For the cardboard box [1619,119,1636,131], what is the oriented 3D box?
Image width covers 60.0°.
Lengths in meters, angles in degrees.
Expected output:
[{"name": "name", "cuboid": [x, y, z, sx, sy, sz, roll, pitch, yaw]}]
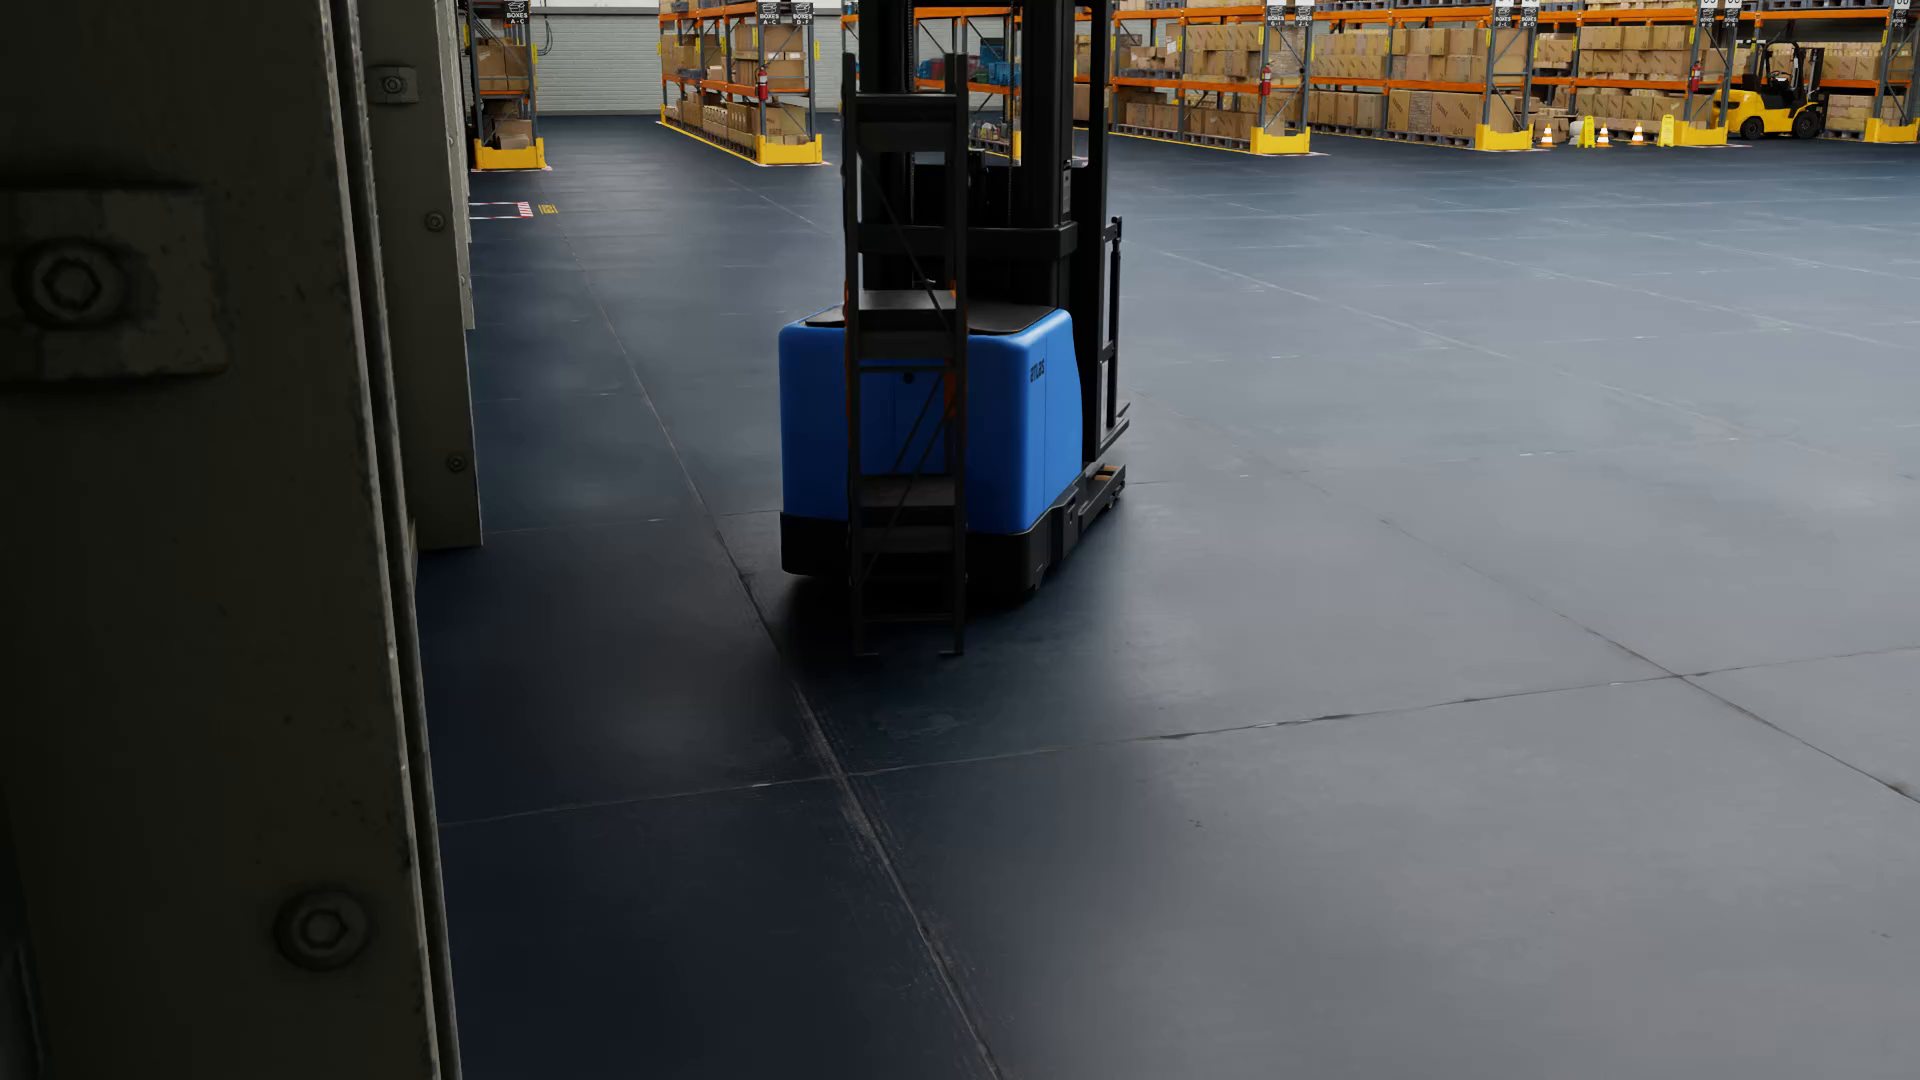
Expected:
[{"name": "cardboard box", "cuboid": [15.159, -9.302, 37.256, 0.500, 0.250, 0.500, -5, 18, -17]}]

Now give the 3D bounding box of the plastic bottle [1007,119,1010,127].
[{"name": "plastic bottle", "cuboid": [1.041, -8.593, 34.683, 0.144, 0.351, 0.185, -6, 18, -18]}]

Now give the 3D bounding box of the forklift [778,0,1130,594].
[{"name": "forklift", "cuboid": [0.181, -1.576, 7.605, 1.130, 2.935, 3.031, 5, 17, 16]}]

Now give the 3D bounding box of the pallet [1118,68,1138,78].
[{"name": "pallet", "cuboid": [4.495, -11.076, 39.446, 1.213, 0.211, 1.003, -5, 17, -15]}]

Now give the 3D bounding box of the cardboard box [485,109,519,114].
[{"name": "cardboard box", "cuboid": [-9.843, -9.001, 35.782, 0.700, 0.500, 0.500, -4, 17, -14]}]

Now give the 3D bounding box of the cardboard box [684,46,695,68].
[{"name": "cardboard box", "cuboid": [-6.263, -11.596, 39.940, 0.700, 0.500, 0.500, -2, 17, -6]}]

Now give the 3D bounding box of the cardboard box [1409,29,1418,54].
[{"name": "cardboard box", "cuboid": [10.424, -10.956, 36.574, 0.875, 0.550, 0.550, -5, 17, -15]}]

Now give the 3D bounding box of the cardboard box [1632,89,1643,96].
[{"name": "cardboard box", "cuboid": [15.151, -9.922, 36.887, 0.380, 0.149, 0.250, -4, 17, -13]}]

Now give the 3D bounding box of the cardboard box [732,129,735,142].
[{"name": "cardboard box", "cuboid": [-4.261, -8.062, 33.126, 0.500, 0.250, 0.500, -5, 17, -15]}]

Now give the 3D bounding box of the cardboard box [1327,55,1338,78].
[{"name": "cardboard box", "cuboid": [9.138, -11.344, 39.828, 0.500, 0.500, 0.500, -5, 17, -15]}]

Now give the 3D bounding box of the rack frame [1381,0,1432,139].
[{"name": "rack frame", "cuboid": [10.093, -10.615, 37.576, 1.000, 3.000, 0.127, -5, 17, -15]}]

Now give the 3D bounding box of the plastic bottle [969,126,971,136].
[{"name": "plastic bottle", "cuboid": [0.228, -8.579, 34.896, 0.097, 0.201, 0.097, 0, 17, 0]}]

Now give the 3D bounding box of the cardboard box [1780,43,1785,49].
[{"name": "cardboard box", "cuboid": [19.636, -11.682, 39.310, 0.380, 0.149, 0.250, -5, 17, -16]}]

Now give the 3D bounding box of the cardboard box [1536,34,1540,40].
[{"name": "cardboard box", "cuboid": [14.446, -12.412, 41.012, 0.380, 0.149, 0.250, -6, 18, -18]}]

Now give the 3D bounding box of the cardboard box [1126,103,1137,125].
[{"name": "cardboard box", "cuboid": [4.400, -10.187, 39.731, 0.700, 0.500, 0.500, -6, 18, -18]}]

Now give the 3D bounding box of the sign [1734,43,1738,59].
[{"name": "sign", "cuboid": [16.446, -10.385, 35.306, 0.100, 0.325, 0.005, -5, 17, -15]}]

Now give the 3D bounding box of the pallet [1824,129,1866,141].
[{"name": "pallet", "cuboid": [20.445, -9.194, 37.692, 1.003, 0.211, 1.213, -5, 17, -15]}]

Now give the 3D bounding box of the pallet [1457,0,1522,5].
[{"name": "pallet", "cuboid": [10.978, -11.107, 34.154, 1.003, 0.211, 1.213, -5, 17, -15]}]

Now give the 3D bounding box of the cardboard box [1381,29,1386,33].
[{"name": "cardboard box", "cuboid": [12.122, -14.364, 47.018, 0.380, 0.149, 0.250, -5, 17, -16]}]

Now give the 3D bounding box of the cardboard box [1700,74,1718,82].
[{"name": "cardboard box", "cuboid": [16.030, -9.918, 35.691, 0.380, 0.149, 0.250, -5, 17, -15]}]

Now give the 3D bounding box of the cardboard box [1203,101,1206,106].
[{"name": "cardboard box", "cuboid": [7.111, -12.389, 47.190, 0.380, 0.149, 0.250, -4, 17, -12]}]

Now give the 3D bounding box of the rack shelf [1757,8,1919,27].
[{"name": "rack shelf", "cuboid": [20.146, -11.966, 38.112, 1.077, 0.370, 4.000, -5, 17, -15]}]

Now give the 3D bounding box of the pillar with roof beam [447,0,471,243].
[{"name": "pillar with roof beam", "cuboid": [-1.479, -7.989, 18.405, 9.100, 9.000, 0.400, -5, 17, -15]}]

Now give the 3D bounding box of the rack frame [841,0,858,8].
[{"name": "rack frame", "cuboid": [-2.764, -16.051, 45.247, 1.000, 3.000, 0.127, -5, 17, -15]}]

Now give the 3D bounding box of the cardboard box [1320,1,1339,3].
[{"name": "cardboard box", "cuboid": [9.093, -13.385, 41.409, 0.500, 0.500, 0.500, -5, 17, -15]}]

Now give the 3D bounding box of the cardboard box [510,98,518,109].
[{"name": "cardboard box", "cuboid": [-10.167, -9.568, 37.096, 0.750, 0.750, 0.750, -5, 17, -16]}]

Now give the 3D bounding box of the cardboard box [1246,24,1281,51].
[{"name": "cardboard box", "cuboid": [6.007, -9.946, 32.920, 0.500, 0.500, 0.500, -5, 17, -15]}]

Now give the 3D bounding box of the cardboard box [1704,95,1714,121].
[{"name": "cardboard box", "cuboid": [19.236, -10.850, 41.757, 0.875, 0.625, 0.625, -5, 17, -16]}]

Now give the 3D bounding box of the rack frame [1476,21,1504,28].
[{"name": "rack frame", "cuboid": [16.298, -14.747, 51.331, 1.000, 3.000, 0.127, -5, 17, -15]}]

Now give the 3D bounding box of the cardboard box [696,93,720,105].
[{"name": "cardboard box", "cuboid": [-5.831, -10.203, 38.481, 0.500, 0.250, 0.500, -4, 17, -13]}]

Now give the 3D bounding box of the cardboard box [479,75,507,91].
[{"name": "cardboard box", "cuboid": [-8.207, -8.021, 29.167, 0.500, 0.250, 0.500, -4, 17, -14]}]

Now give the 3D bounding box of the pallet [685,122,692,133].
[{"name": "pallet", "cuboid": [-6.168, -10.124, 40.788, 1.003, 0.211, 1.213, -5, 17, -15]}]

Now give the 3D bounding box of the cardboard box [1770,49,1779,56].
[{"name": "cardboard box", "cuboid": [19.504, -11.606, 39.573, 0.380, 0.149, 0.250, -4, 17, -14]}]

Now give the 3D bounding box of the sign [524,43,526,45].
[{"name": "sign", "cuboid": [-8.472, -9.535, 32.477, 0.100, 0.325, 0.005, -5, 17, -15]}]

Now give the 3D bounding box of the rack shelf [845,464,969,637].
[{"name": "rack shelf", "cuboid": [-0.205, 0.029, 6.183, 0.431, 0.518, 0.480, -1, 17, -5]}]

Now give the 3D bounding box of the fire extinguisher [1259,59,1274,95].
[{"name": "fire extinguisher", "cuboid": [5.984, -9.039, 32.464, 0.296, 0.674, 0.183, -5, 17, -15]}]

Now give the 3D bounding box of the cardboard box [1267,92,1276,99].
[{"name": "cardboard box", "cuboid": [8.280, -11.533, 42.945, 0.500, 0.250, 0.500, -4, 17, -14]}]

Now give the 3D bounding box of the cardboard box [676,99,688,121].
[{"name": "cardboard box", "cuboid": [-6.857, -10.830, 41.872, 0.500, 0.500, 0.500, -5, 17, -15]}]

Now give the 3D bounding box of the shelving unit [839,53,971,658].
[{"name": "shelving unit", "cuboid": [-0.202, -0.655, 5.979, 0.431, 2.100, 0.503, -1, 17, -5]}]

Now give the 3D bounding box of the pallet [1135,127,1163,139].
[{"name": "pallet", "cuboid": [4.742, -9.468, 38.606, 1.003, 0.211, 1.213, -5, 17, -15]}]

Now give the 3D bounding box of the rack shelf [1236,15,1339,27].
[{"name": "rack shelf", "cuboid": [8.444, -13.366, 42.773, 1.077, 0.370, 4.000, -5, 17, -15]}]

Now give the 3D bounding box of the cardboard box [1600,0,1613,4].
[{"name": "cardboard box", "cuboid": [14.833, -12.256, 37.569, 0.500, 0.250, 0.500, -5, 17, -16]}]

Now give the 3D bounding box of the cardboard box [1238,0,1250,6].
[{"name": "cardboard box", "cuboid": [5.879, -10.760, 33.106, 0.500, 0.250, 0.500, -5, 17, -15]}]

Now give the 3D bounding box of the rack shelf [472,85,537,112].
[{"name": "rack shelf", "cuboid": [-8.442, -8.178, 30.714, 1.077, 0.370, 4.000, -5, 17, -15]}]

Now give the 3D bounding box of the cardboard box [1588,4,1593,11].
[{"name": "cardboard box", "cuboid": [14.673, -12.244, 38.221, 0.380, 0.149, 0.250, -5, 17, -16]}]

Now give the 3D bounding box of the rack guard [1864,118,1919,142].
[{"name": "rack guard", "cuboid": [20.702, -9.117, 36.935, 1.175, 0.500, 0.348, -5, 17, -15]}]

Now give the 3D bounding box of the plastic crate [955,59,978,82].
[{"name": "plastic crate", "cuboid": [0.107, -9.999, 35.416, 0.402, 0.464, 0.583, -5, 17, -15]}]

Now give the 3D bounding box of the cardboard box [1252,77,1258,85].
[{"name": "cardboard box", "cuboid": [6.051, -9.156, 33.154, 0.380, 0.149, 0.250, -5, 17, -15]}]

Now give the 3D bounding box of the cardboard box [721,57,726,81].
[{"name": "cardboard box", "cuboid": [-4.852, -10.160, 35.887, 0.500, 0.500, 0.500, -6, 18, -18]}]

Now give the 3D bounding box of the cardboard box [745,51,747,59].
[{"name": "cardboard box", "cuboid": [-3.913, -9.309, 31.928, 0.380, 0.149, 0.250, -5, 17, -16]}]

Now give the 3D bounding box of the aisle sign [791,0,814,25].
[{"name": "aisle sign", "cuboid": [-2.818, -9.613, 29.722, 0.394, 0.787, 0.004, -5, 17, -15]}]
